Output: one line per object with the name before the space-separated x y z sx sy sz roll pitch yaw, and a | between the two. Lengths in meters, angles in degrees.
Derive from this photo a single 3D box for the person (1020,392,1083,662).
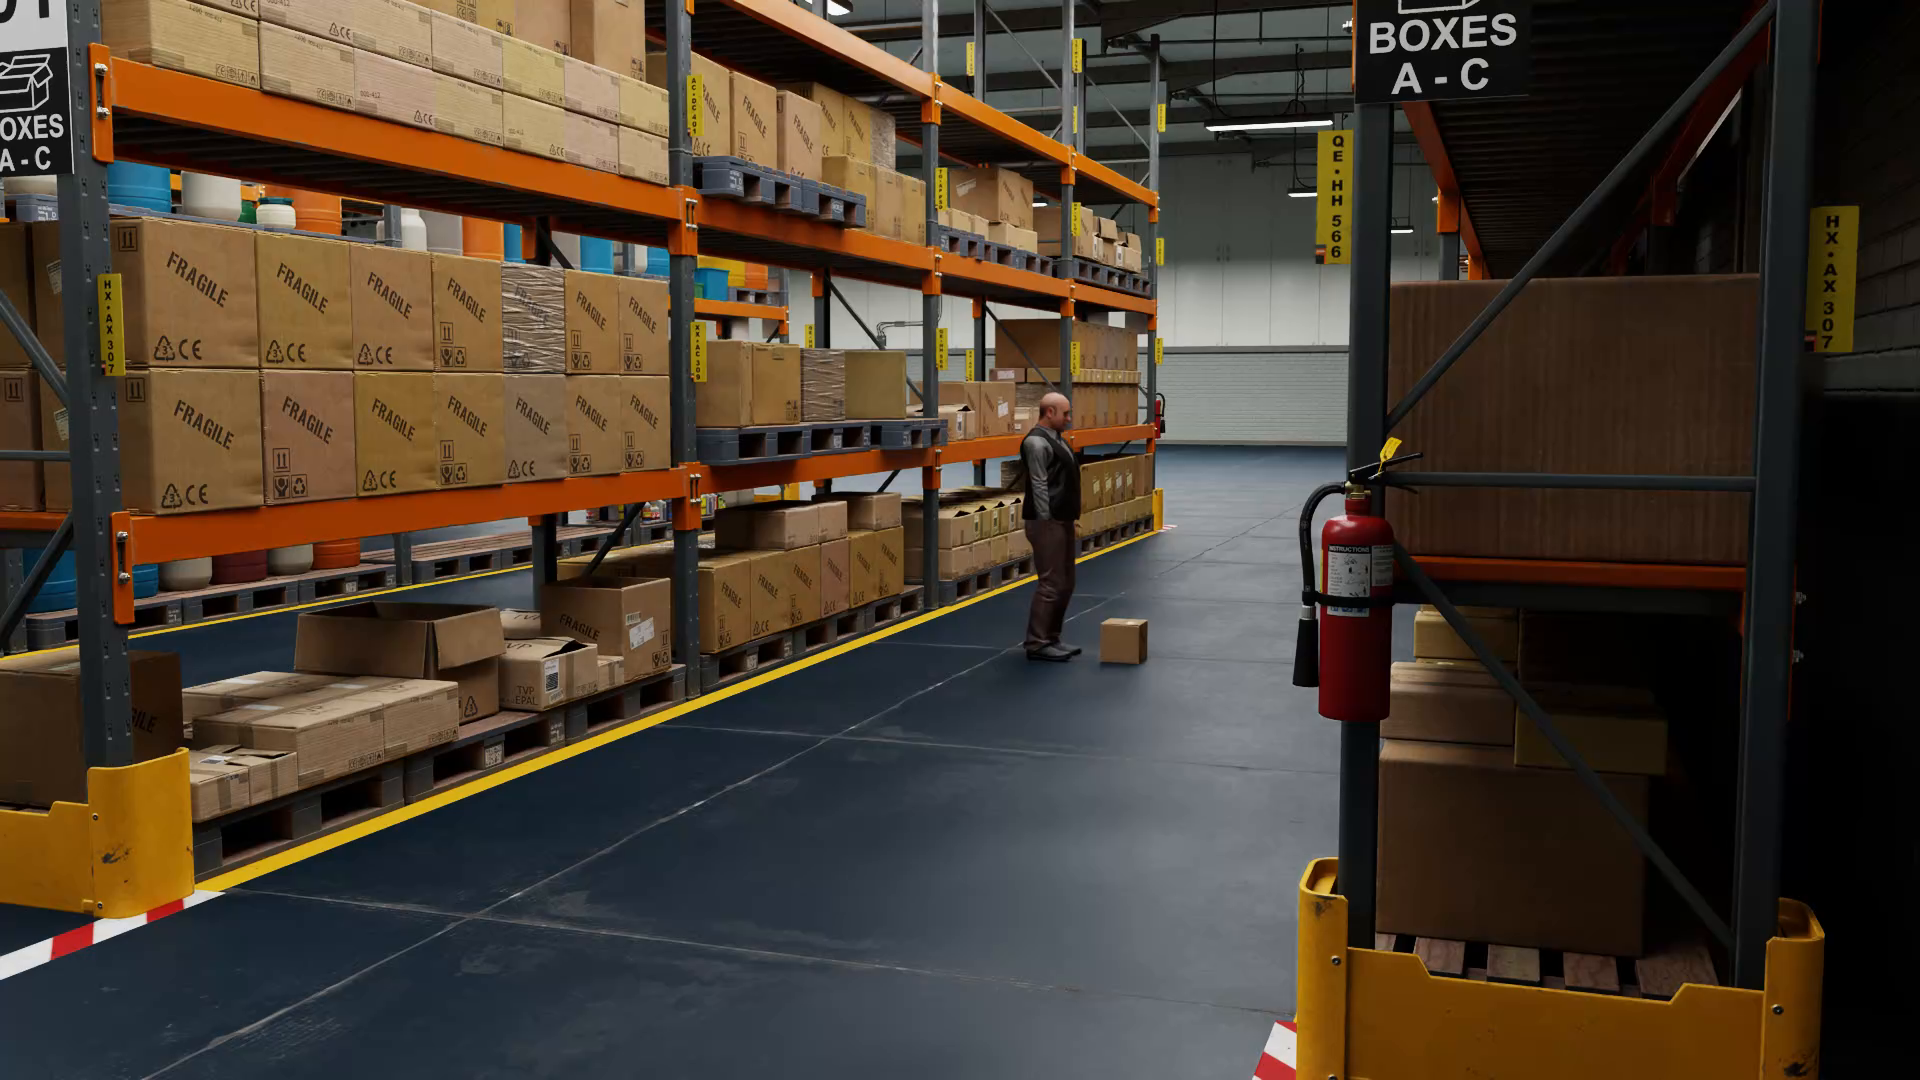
person | 0.596 -0.093 10.747 0.355 1.715 0.534 2 5 20
